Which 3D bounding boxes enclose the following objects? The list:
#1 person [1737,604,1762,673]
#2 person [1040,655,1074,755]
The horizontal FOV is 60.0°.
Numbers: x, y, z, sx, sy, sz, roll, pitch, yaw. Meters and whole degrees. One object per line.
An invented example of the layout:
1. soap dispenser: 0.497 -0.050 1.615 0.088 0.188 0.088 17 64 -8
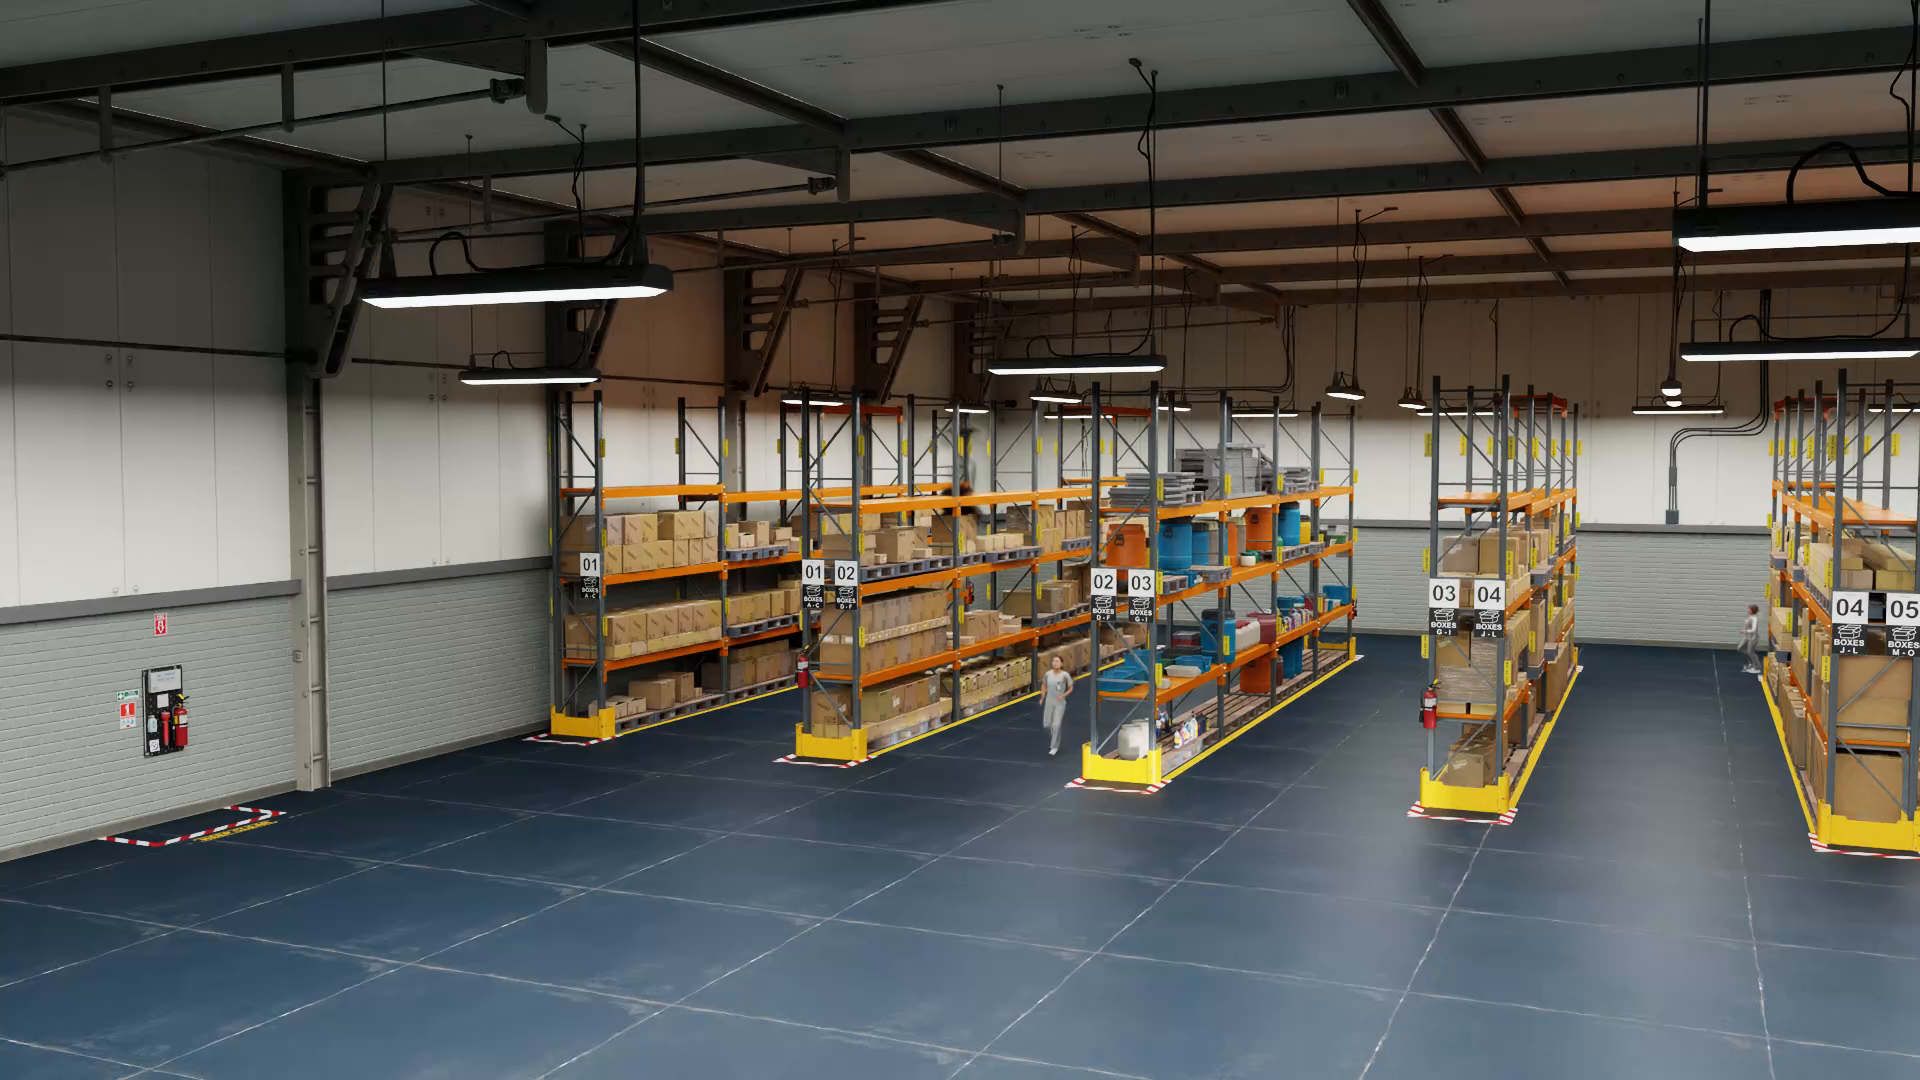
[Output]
1. person: 17.491 2.190 36.767 0.590 1.566 0.559 0 3 4
2. person: 1.578 2.692 27.257 0.566 1.626 0.560 1 3 20
